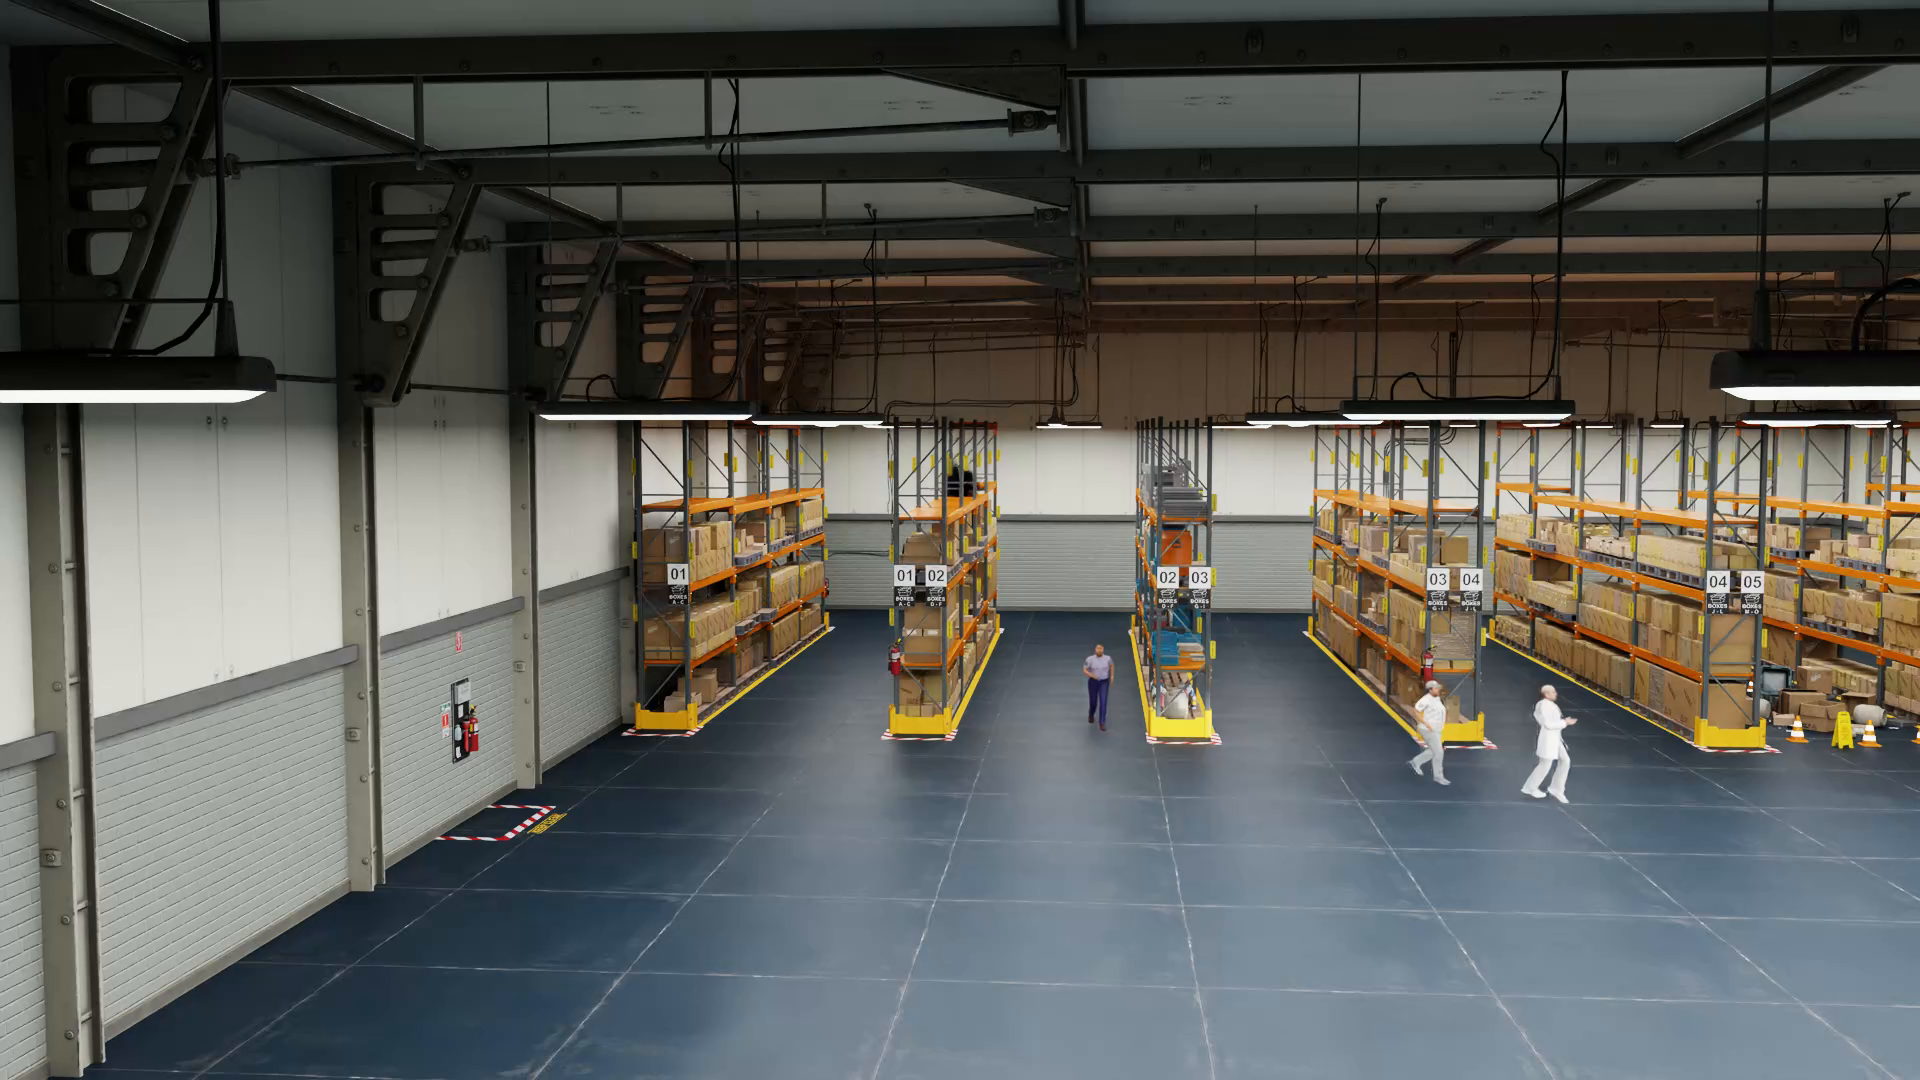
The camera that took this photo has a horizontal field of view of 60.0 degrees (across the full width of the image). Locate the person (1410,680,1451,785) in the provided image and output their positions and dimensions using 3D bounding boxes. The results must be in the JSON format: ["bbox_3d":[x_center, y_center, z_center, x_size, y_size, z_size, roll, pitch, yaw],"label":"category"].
[{"bbox_3d":[7.680,3.128,27.193,0.775,1.664,0.609,3,5,41],"label":"person"}]

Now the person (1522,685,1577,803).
[{"bbox_3d":[9.118,3.160,25.704,0.794,1.844,0.685,2,4,30],"label":"person"}]

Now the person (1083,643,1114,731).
[{"bbox_3d":[2.681,2.810,32.114,0.627,1.666,0.817,0,4,-2],"label":"person"}]
